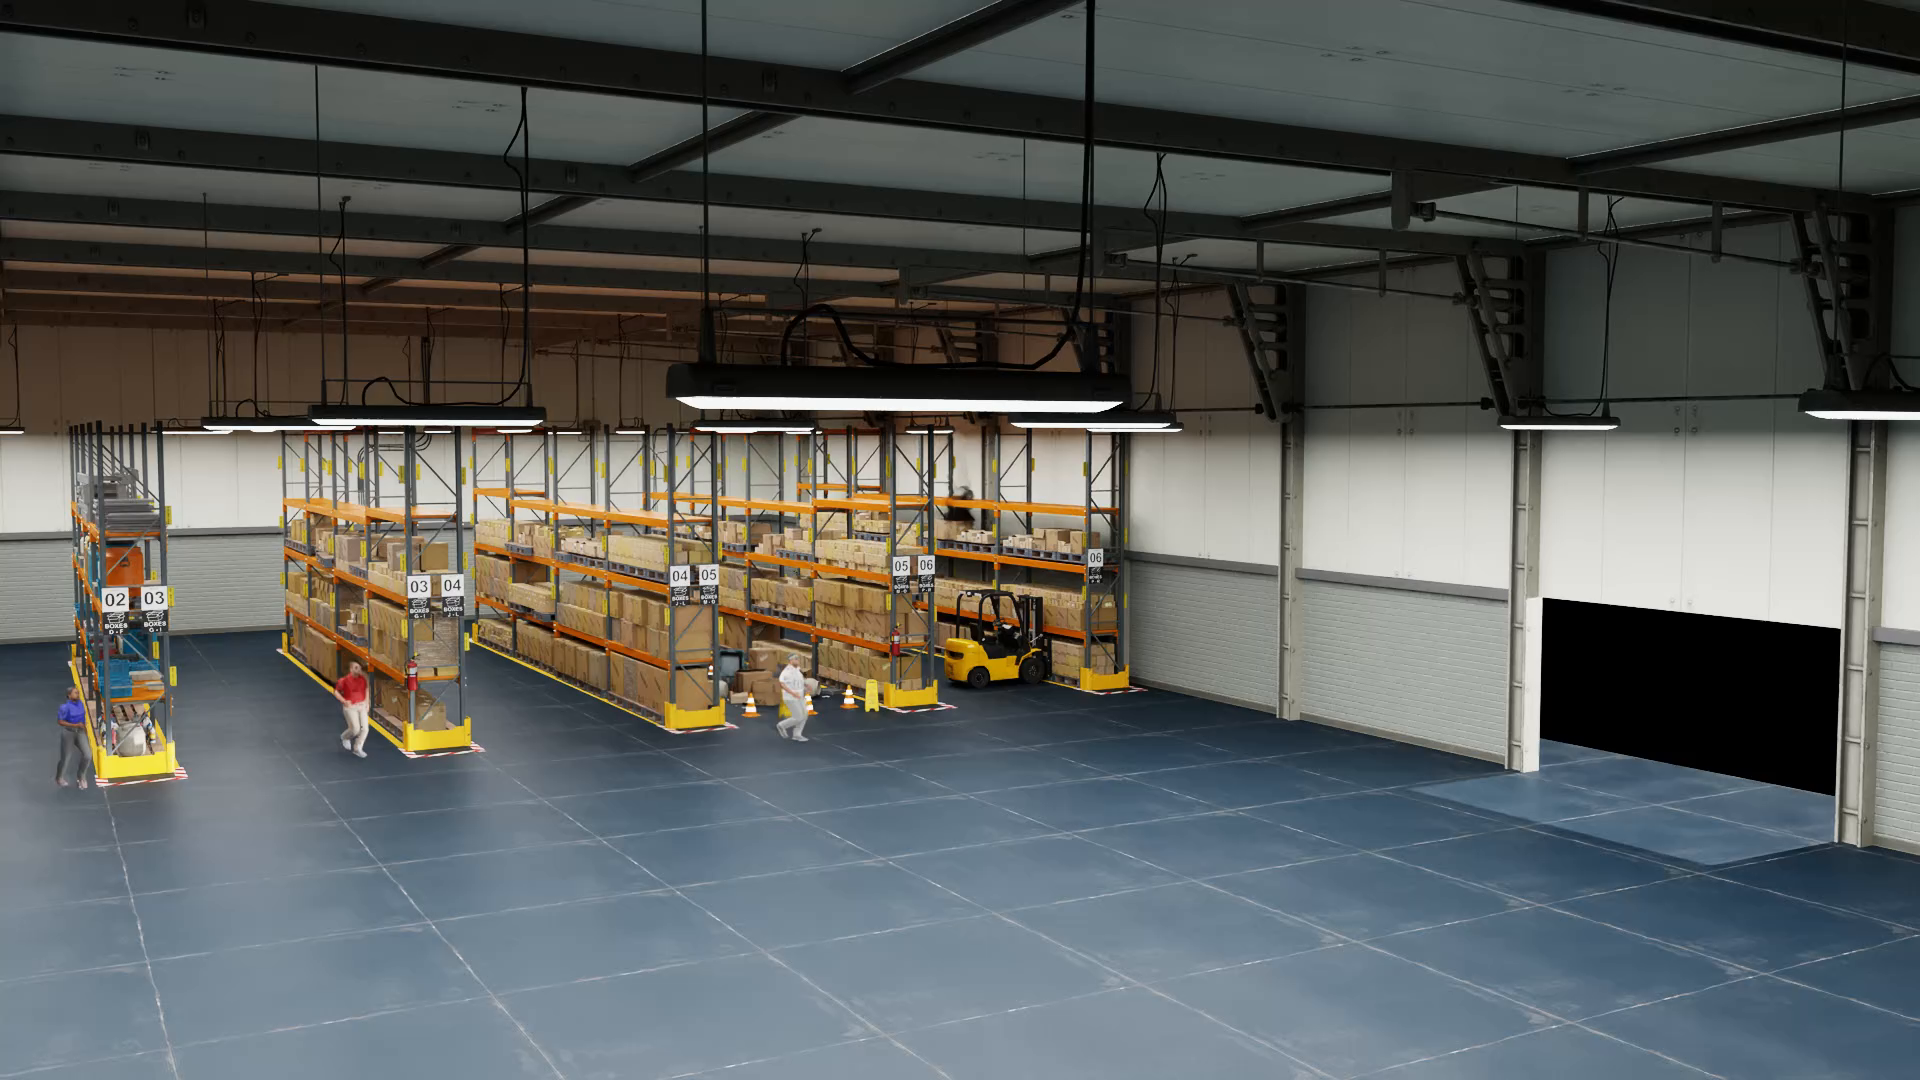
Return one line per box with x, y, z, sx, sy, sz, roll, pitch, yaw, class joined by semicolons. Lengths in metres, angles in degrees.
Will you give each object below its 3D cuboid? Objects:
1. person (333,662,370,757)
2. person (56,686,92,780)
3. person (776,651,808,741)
-10.911;3.043;29.918;0.588;1.703;0.697;3;4;38;person
-14.426;3.152;27.108;0.697;1.543;0.588;2;4;30;person
-3.171;2.936;31.262;0.596;1.732;0.490;1;4;15;person
